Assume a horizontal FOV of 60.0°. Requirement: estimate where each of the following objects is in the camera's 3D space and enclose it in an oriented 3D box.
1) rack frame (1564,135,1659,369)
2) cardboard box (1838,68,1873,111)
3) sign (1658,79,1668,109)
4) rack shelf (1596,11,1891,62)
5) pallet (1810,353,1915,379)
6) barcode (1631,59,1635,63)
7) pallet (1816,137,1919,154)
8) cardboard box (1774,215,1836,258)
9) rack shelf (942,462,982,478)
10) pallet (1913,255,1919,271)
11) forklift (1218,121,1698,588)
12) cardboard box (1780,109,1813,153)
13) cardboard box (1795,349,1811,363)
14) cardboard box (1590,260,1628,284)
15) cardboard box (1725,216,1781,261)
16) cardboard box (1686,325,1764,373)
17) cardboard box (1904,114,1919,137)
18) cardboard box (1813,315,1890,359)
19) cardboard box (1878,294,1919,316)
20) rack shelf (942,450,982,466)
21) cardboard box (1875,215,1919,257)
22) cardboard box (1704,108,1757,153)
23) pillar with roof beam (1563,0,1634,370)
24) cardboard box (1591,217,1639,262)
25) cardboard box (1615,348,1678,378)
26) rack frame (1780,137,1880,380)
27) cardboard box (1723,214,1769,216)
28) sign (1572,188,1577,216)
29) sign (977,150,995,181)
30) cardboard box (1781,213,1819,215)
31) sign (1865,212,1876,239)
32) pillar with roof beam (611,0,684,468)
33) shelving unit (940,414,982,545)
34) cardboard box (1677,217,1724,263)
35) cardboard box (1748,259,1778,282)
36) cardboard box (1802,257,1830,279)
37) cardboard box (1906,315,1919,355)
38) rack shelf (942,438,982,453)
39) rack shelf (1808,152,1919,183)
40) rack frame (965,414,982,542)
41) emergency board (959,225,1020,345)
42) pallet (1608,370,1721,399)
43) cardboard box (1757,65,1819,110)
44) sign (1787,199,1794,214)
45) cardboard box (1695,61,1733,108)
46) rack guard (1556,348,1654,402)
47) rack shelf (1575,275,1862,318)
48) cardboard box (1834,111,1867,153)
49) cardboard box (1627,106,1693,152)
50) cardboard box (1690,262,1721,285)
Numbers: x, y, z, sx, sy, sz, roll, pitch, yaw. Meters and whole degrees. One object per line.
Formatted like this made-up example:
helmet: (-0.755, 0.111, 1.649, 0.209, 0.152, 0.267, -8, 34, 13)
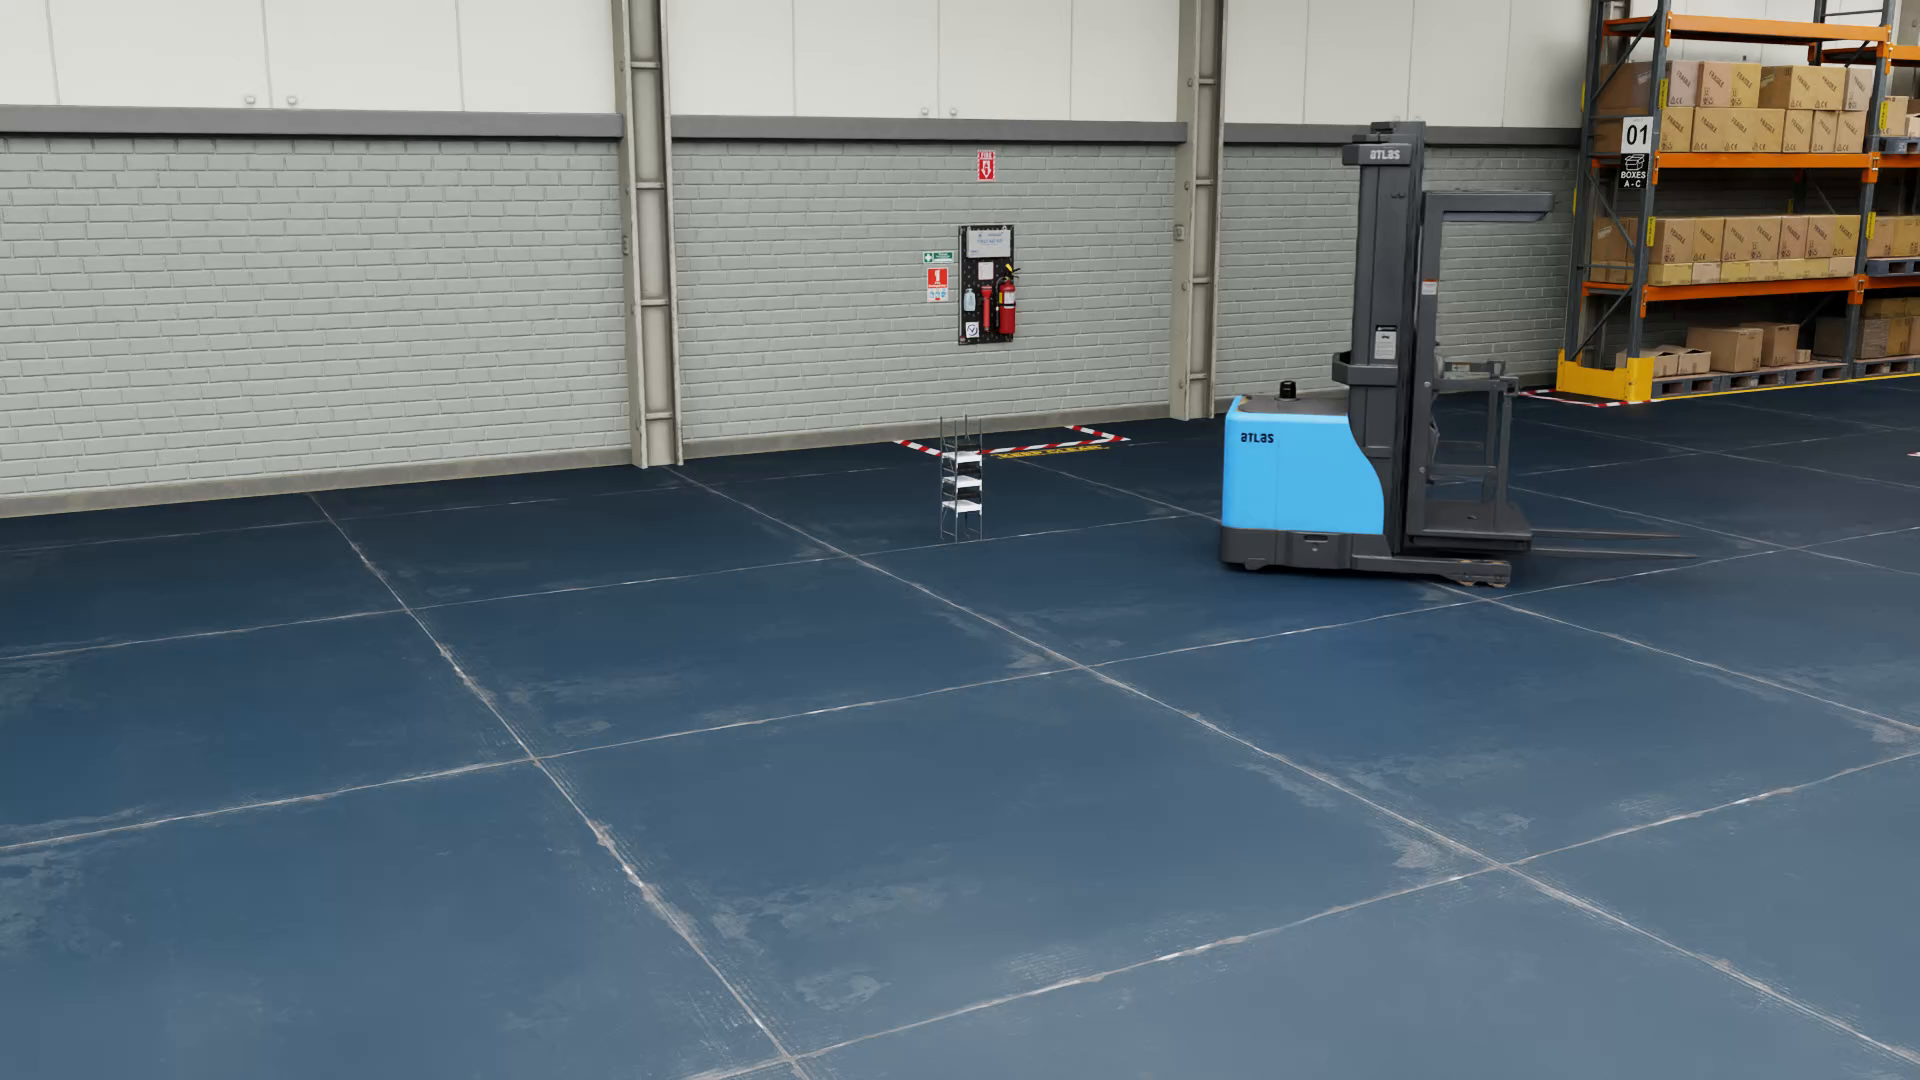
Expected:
rack frame: (7.568, -3.180, 19.409, 0.127, 3.000, 1.000, -7, 14, -28)
cardboard box: (10.769, -5.506, 20.360, 0.500, 0.500, 0.500, -8, 15, -33)
sign: (7.828, -4.966, 18.519, 0.005, 0.325, 0.100, -7, 14, -28)
rack shelf: (9.324, -5.965, 19.765, 4.000, 0.370, 1.077, -7, 14, -28)
pallet: (11.762, -2.323, 21.950, 1.213, 0.211, 1.003, -7, 14, -28)
barcode: (7.952, -5.644, 19.653, 0.075, 0.075, 0.001, -7, 14, -28)
pallet: (11.672, -5.017, 21.167, 1.003, 0.211, 1.213, -7, 14, -28)
cardboard box: (10.377, -3.741, 20.487, 0.500, 0.500, 0.500, -7, 14, -28)
rack shelf: (0.007, -0.495, 12.002, 0.200, 0.077, 0.258, -7, 14, -28)
pallet: (12.872, -3.712, 22.209, 1.213, 0.211, 1.003, -7, 14, -28)
forklift: (3.315, -1.251, 10.990, 3.031, 2.935, 1.130, 3, 13, 13)
cardboard box: (9.836, -4.906, 19.972, 0.500, 0.500, 0.500, -7, 15, -30)
cardboard box: (10.624, -2.371, 21.266, 0.250, 0.166, 0.380, -9, 16, -35)
cardboard box: (7.886, -3.203, 19.808, 0.500, 0.250, 0.500, -7, 14, -27)
cardboard box: (9.474, -3.635, 20.017, 0.500, 0.500, 0.500, -6, 14, -26)
cardboard box: (9.387, -2.358, 20.448, 0.500, 0.500, 0.700, -8, 15, -31)
cardboard box: (12.138, -5.333, 21.388, 0.500, 0.311, 0.500, -6, 14, -26)
cardboard box: (11.717, -2.677, 21.863, 0.500, 0.500, 0.700, -6, 14, -26)
cardboard box: (12.557, -3.145, 22.236, 0.500, 0.250, 0.500, -7, 15, -29)
rack shelf: (0.007, -0.583, 11.982, 0.200, 0.077, 0.258, -7, 14, -28)
cardboard box: (12.036, -3.969, 21.683, 0.500, 0.500, 0.700, -5, 14, -22)
cardboard box: (8.924, -4.794, 19.475, 0.500, 0.500, 0.500, -6, 14, -25)
pillar with roof beam: (9.831, -5.518, 16.132, 0.400, 9.000, 9.100, -7, 14, -28)
cardboard box: (7.880, -3.573, 19.743, 0.500, 0.500, 0.500, -7, 14, -28)
cardboard box: (8.219, -2.139, 19.902, 0.500, 0.311, 0.500, -9, 15, -34)
rack frame: (11.079, -3.601, 21.279, 0.127, 3.000, 1.000, -7, 14, -28)
cardboard box: (9.671, -3.789, 20.703, 0.500, 0.500, 0.500, -6, 14, -26)
sign: (7.320, -4.008, 19.732, 0.005, 0.325, 0.100, -7, 14, -28)
sign: (0.260, -3.686, 16.377, 0.199, 0.298, 0.001, -7, 14, -28)
cardboard box: (10.567, -3.894, 21.170, 0.500, 0.500, 0.500, -7, 15, -29)
sign: (11.346, -3.920, 20.723, 0.005, 0.325, 0.100, -7, 14, -28)
pillar with roof beam: (-0.702, -4.255, 10.522, 0.400, 9.000, 9.100, -7, 14, -28)
shelving unit: (0.007, -0.440, 12.014, 0.210, 0.900, 0.258, -7, 14, -28)
cardboard box: (8.570, -3.525, 19.529, 0.500, 0.500, 0.500, -7, 14, -28)
cardboard box: (9.492, -3.270, 20.102, 0.500, 0.250, 0.500, -7, 14, -27)
cardboard box: (10.367, -3.379, 20.586, 0.500, 0.250, 0.500, -7, 14, -28)
cardboard box: (12.614, -2.787, 22.352, 0.500, 0.500, 0.700, -7, 14, -27)
rack shelf: (0.007, -0.671, 11.962, 0.200, 0.077, 0.258, -7, 14, -28)
rack shelf: (12.835, -4.924, 21.963, 4.000, 0.370, 1.077, -7, 14, -28)
rack frame: (0.096, -0.451, 12.062, 0.006, 0.900, 0.240, -7, 14, -28)
emergency board: (0.315, -2.537, 16.550, 0.643, 1.169, 0.194, -7, 14, -28)
pallet: (8.365, -1.907, 20.100, 1.213, 0.211, 1.003, -7, 14, -28)
cardboard box: (9.840, -5.389, 19.842, 0.500, 0.500, 0.500, -7, 15, -30)
sign: (10.810, -4.273, 21.625, 0.005, 0.325, 0.100, -7, 14, -28)
cardboard box: (8.487, -5.227, 19.120, 0.500, 0.500, 0.500, -7, 14, -29)
rack guard: (7.635, -1.969, 19.719, 0.348, 0.500, 1.175, -7, 14, -28)
rack shelf: (9.324, -3.040, 20.423, 4.000, 0.370, 1.077, -7, 14, -28)
cardboard box: (10.752, -5.022, 20.487, 0.500, 0.500, 0.500, -6, 14, -26)
cardboard box: (7.982, -4.689, 19.009, 0.500, 0.500, 0.500, -6, 14, -26)
cardboard box: (8.598, -3.164, 19.634, 0.500, 0.250, 0.500, -7, 15, -30)
